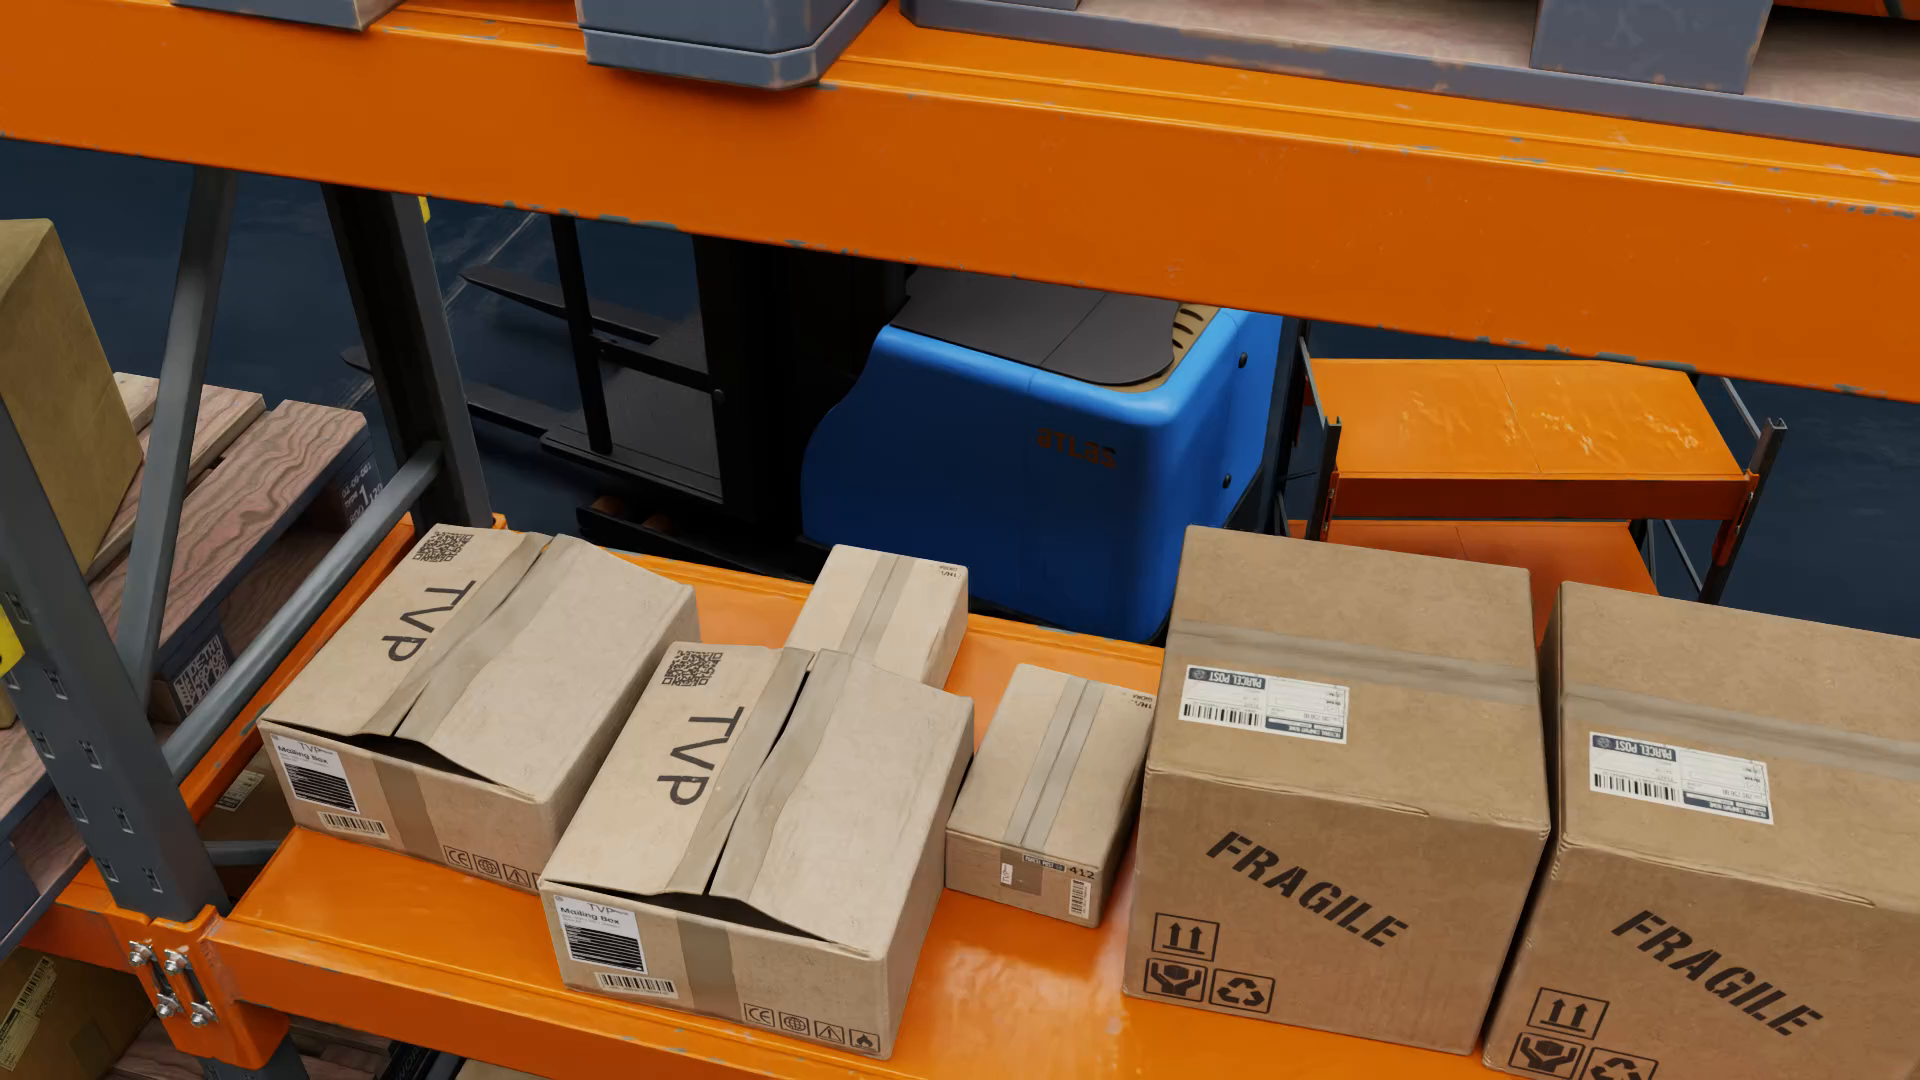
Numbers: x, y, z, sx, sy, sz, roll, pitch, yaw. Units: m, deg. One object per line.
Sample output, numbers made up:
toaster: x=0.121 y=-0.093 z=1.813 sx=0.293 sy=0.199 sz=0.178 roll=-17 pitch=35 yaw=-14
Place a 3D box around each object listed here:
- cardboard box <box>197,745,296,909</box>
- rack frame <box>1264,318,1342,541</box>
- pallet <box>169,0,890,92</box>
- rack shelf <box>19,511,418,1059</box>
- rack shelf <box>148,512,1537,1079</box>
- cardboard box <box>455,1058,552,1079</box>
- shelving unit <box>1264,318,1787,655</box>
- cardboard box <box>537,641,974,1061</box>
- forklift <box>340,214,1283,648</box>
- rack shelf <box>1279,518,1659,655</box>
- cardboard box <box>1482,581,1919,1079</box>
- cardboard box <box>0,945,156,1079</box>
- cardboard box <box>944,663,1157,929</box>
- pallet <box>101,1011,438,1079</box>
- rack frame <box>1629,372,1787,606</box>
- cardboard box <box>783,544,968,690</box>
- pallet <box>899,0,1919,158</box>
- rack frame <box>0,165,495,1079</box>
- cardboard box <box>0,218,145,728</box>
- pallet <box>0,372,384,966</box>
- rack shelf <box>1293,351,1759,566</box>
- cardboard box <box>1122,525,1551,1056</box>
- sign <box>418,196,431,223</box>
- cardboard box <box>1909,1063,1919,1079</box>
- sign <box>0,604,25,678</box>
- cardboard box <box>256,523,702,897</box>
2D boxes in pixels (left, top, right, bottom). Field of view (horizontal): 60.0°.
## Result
cardboard box: x=-1.460 y=0.659 z=3.735 sx=0.500 sy=0.500 sz=0.500 roll=11 pitch=41 yaw=13
rack frame: x=0.864 y=0.008 z=4.366 sx=0.032 sy=1.125 sz=0.500 roll=0 pitch=40 yaw=1
pallet: x=-0.416 y=-0.896 z=1.799 sx=1.003 sy=0.211 sz=1.213 roll=12 pitch=41 yaw=13
rack shelf: x=-3.026 y=0.066 z=3.398 sx=4.000 sy=0.370 sz=1.077 roll=10 pitch=41 yaw=11
rack shelf: x=0.838 y=0.731 z=2.607 sx=4.000 sy=0.370 sz=1.077 roll=10 pitch=41 yaw=11
cardboard box: x=-0.664 y=1.070 z=3.019 sx=0.500 sy=0.311 sz=0.500 roll=11 pitch=41 yaw=13
shelving unit: x=1.373 y=0.012 z=4.361 sx=1.048 sy=1.125 sz=0.538 roll=0 pitch=40 yaw=1
cardboard box: x=-0.280 y=0.426 z=2.479 sx=0.500 sy=0.311 sz=0.500 roll=9 pitch=41 yaw=11
forklift: x=-0.615 y=-1.319 z=4.542 sx=3.031 sy=2.935 sz=1.130 roll=19 pitch=43 yaw=21
rack shelf: x=1.373 y=0.199 z=4.519 sx=1.000 sy=0.278 sz=0.538 roll=0 pitch=40 yaw=1
cardboard box: x=1.039 y=0.441 z=2.315 sx=0.500 sy=0.500 sz=0.500 roll=10 pitch=41 yaw=11
cardboard box: x=-2.058 y=0.902 z=3.445 sx=0.500 sy=0.500 sz=0.500 roll=11 pitch=41 yaw=13
cardboard box: x=0.152 y=0.396 z=2.641 sx=0.250 sy=0.149 sz=0.380 roll=13 pitch=42 yaw=15
pallet: x=-1.806 y=1.043 z=3.844 sx=1.213 sy=0.211 sz=1.003 roll=10 pitch=41 yaw=11
rack frame: x=1.881 y=0.016 z=4.357 sx=0.032 sy=1.125 sz=0.500 roll=0 pitch=40 yaw=1
cardboard box: x=-0.154 y=0.197 z=2.878 sx=0.250 sy=0.149 sz=0.380 roll=10 pitch=41 yaw=11
pallet: x=0.666 y=-0.712 z=1.580 sx=1.213 sy=0.211 sz=1.003 roll=12 pitch=41 yaw=13
rack frame: x=-1.094 y=0.123 z=2.771 sx=0.127 sy=3.000 sz=1.000 roll=10 pitch=41 yaw=11
cardboard box: x=-1.732 y=-0.111 z=2.645 sx=0.500 sy=0.500 sz=0.700 roll=-3 pitch=40 yaw=-3
pallet: x=-1.767 y=0.127 z=2.915 sx=1.003 sy=0.211 sz=1.213 roll=10 pitch=41 yaw=11
rack shelf: x=1.373 y=-0.212 z=4.173 sx=1.000 sy=0.278 sz=0.538 roll=0 pitch=40 yaw=1
cardboard box: x=0.531 y=0.354 z=2.419 sx=0.500 sy=0.500 sz=0.500 roll=8 pitch=41 yaw=9
sign: x=-0.954 y=-0.666 z=2.810 sx=0.005 sy=0.325 sz=0.100 roll=10 pitch=41 yaw=11
cardboard box: x=1.523 y=0.524 z=2.216 sx=0.500 sy=0.500 sz=0.500 roll=13 pitch=42 yaw=15
sign: x=-1.225 y=0.049 z=2.021 sx=0.005 sy=0.325 sz=0.100 roll=10 pitch=41 yaw=11
cardboard box: x=-0.754 y=0.245 z=2.695 sx=0.500 sy=0.311 sz=0.500 roll=12 pitch=42 yaw=14
